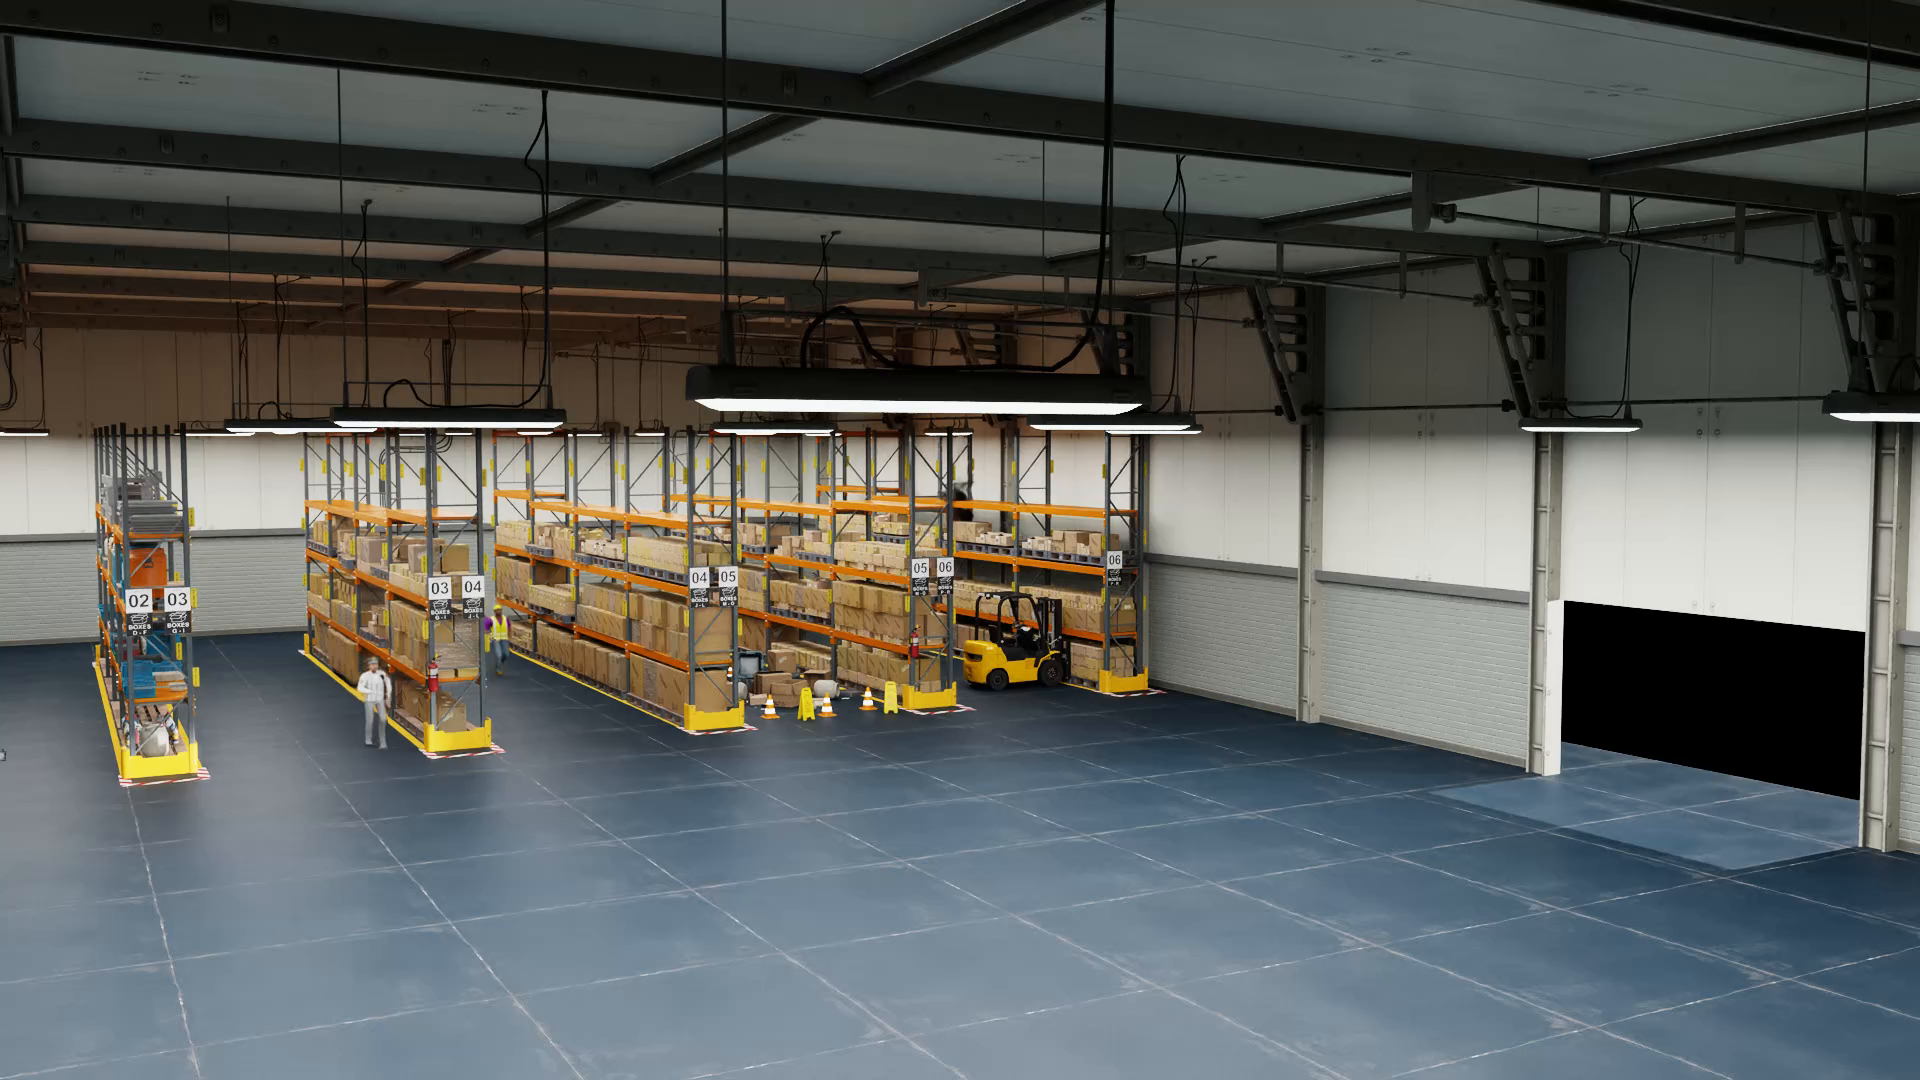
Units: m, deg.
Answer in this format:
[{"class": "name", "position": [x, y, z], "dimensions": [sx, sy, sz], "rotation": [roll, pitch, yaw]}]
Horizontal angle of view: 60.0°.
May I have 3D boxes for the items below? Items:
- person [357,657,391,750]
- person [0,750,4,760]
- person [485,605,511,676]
[{"class": "person", "position": [-10.840, 3.023, 30.811], "dimensions": [0.637, 1.755, 0.719], "rotation": [-2, 4, -32]}, {"class": "person", "position": [-14.584, 3.347, 24.720], "dimensions": [0.583, 1.749, 0.668], "rotation": [0, 3, 0]}, {"class": "person", "position": [-11.179, 2.422, 40.306], "dimensions": [0.696, 1.718, 0.605], "rotation": [-2, 4, -36]}]
